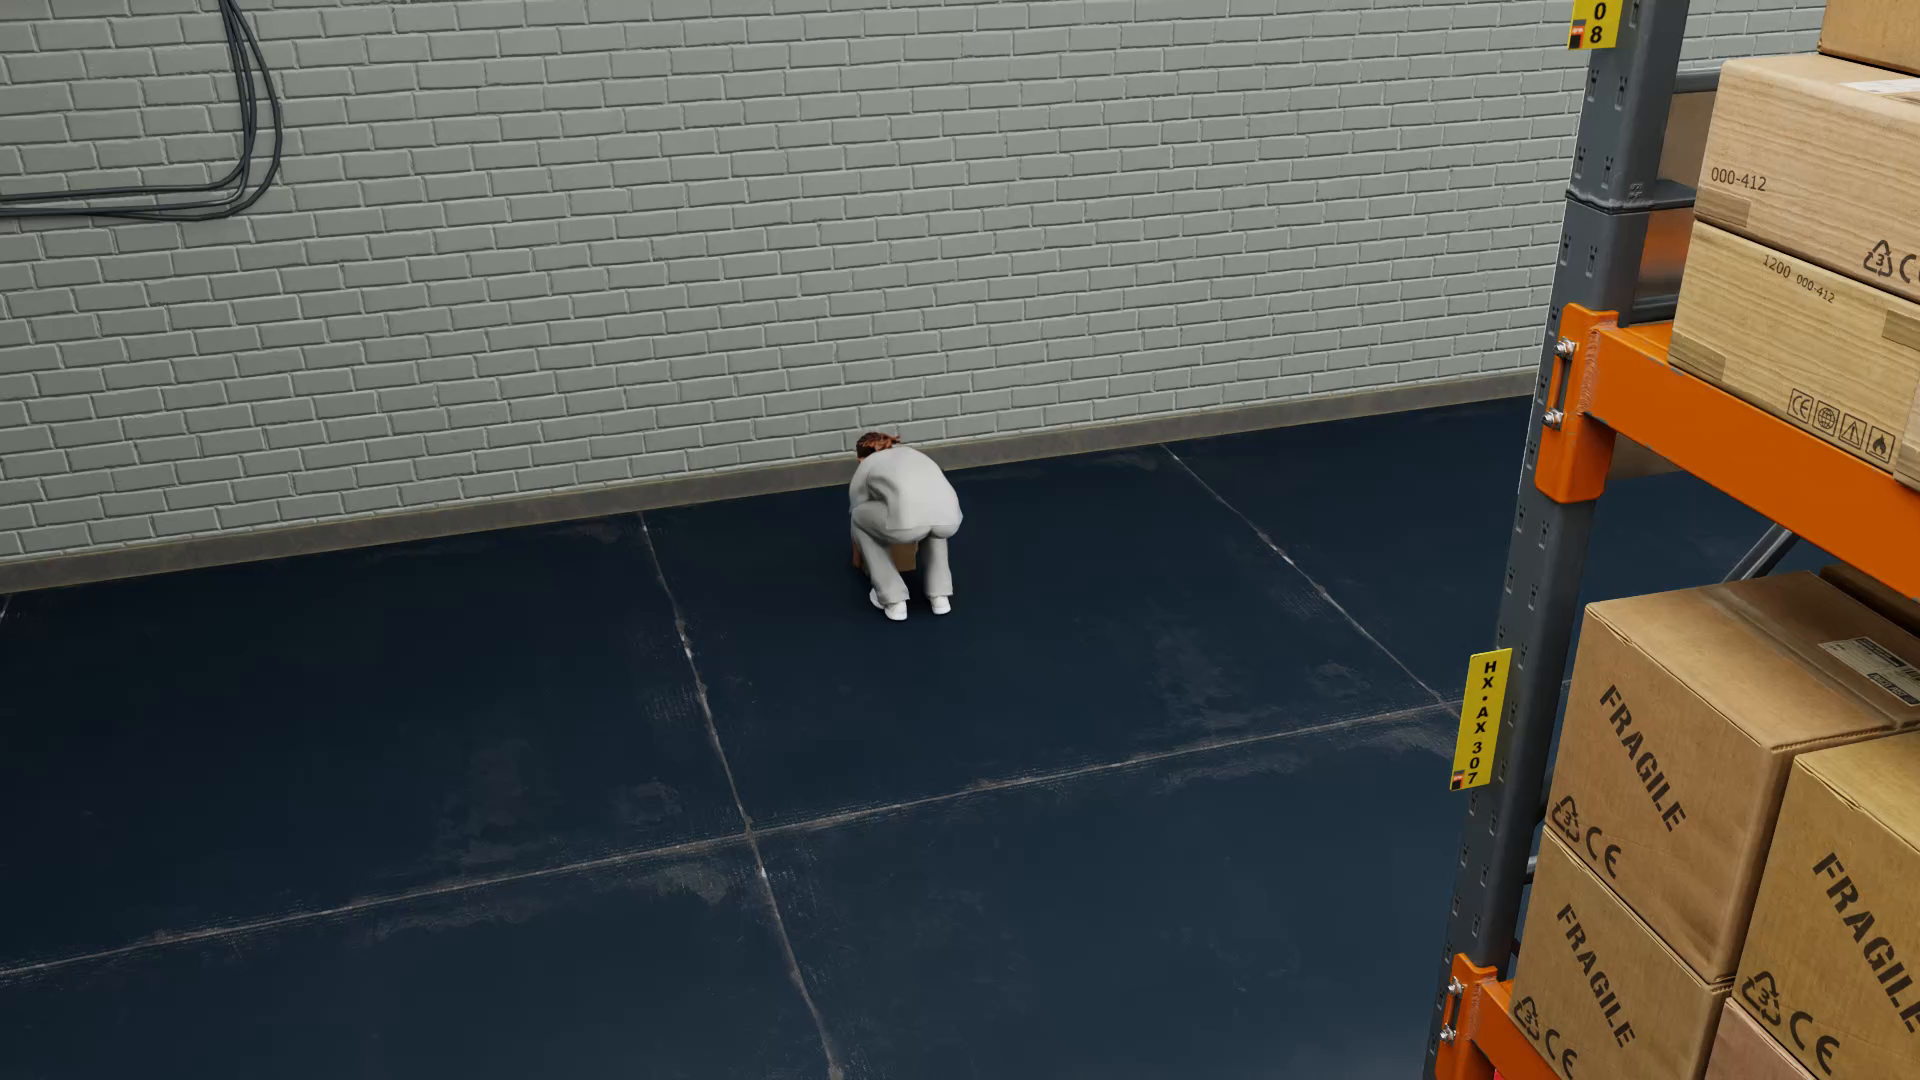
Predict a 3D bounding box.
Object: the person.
[{"bbox_3d":[-0.280,-0.084,7.846,0.460,0.761,0.867,-9,28,-17],"label":"person"}]
